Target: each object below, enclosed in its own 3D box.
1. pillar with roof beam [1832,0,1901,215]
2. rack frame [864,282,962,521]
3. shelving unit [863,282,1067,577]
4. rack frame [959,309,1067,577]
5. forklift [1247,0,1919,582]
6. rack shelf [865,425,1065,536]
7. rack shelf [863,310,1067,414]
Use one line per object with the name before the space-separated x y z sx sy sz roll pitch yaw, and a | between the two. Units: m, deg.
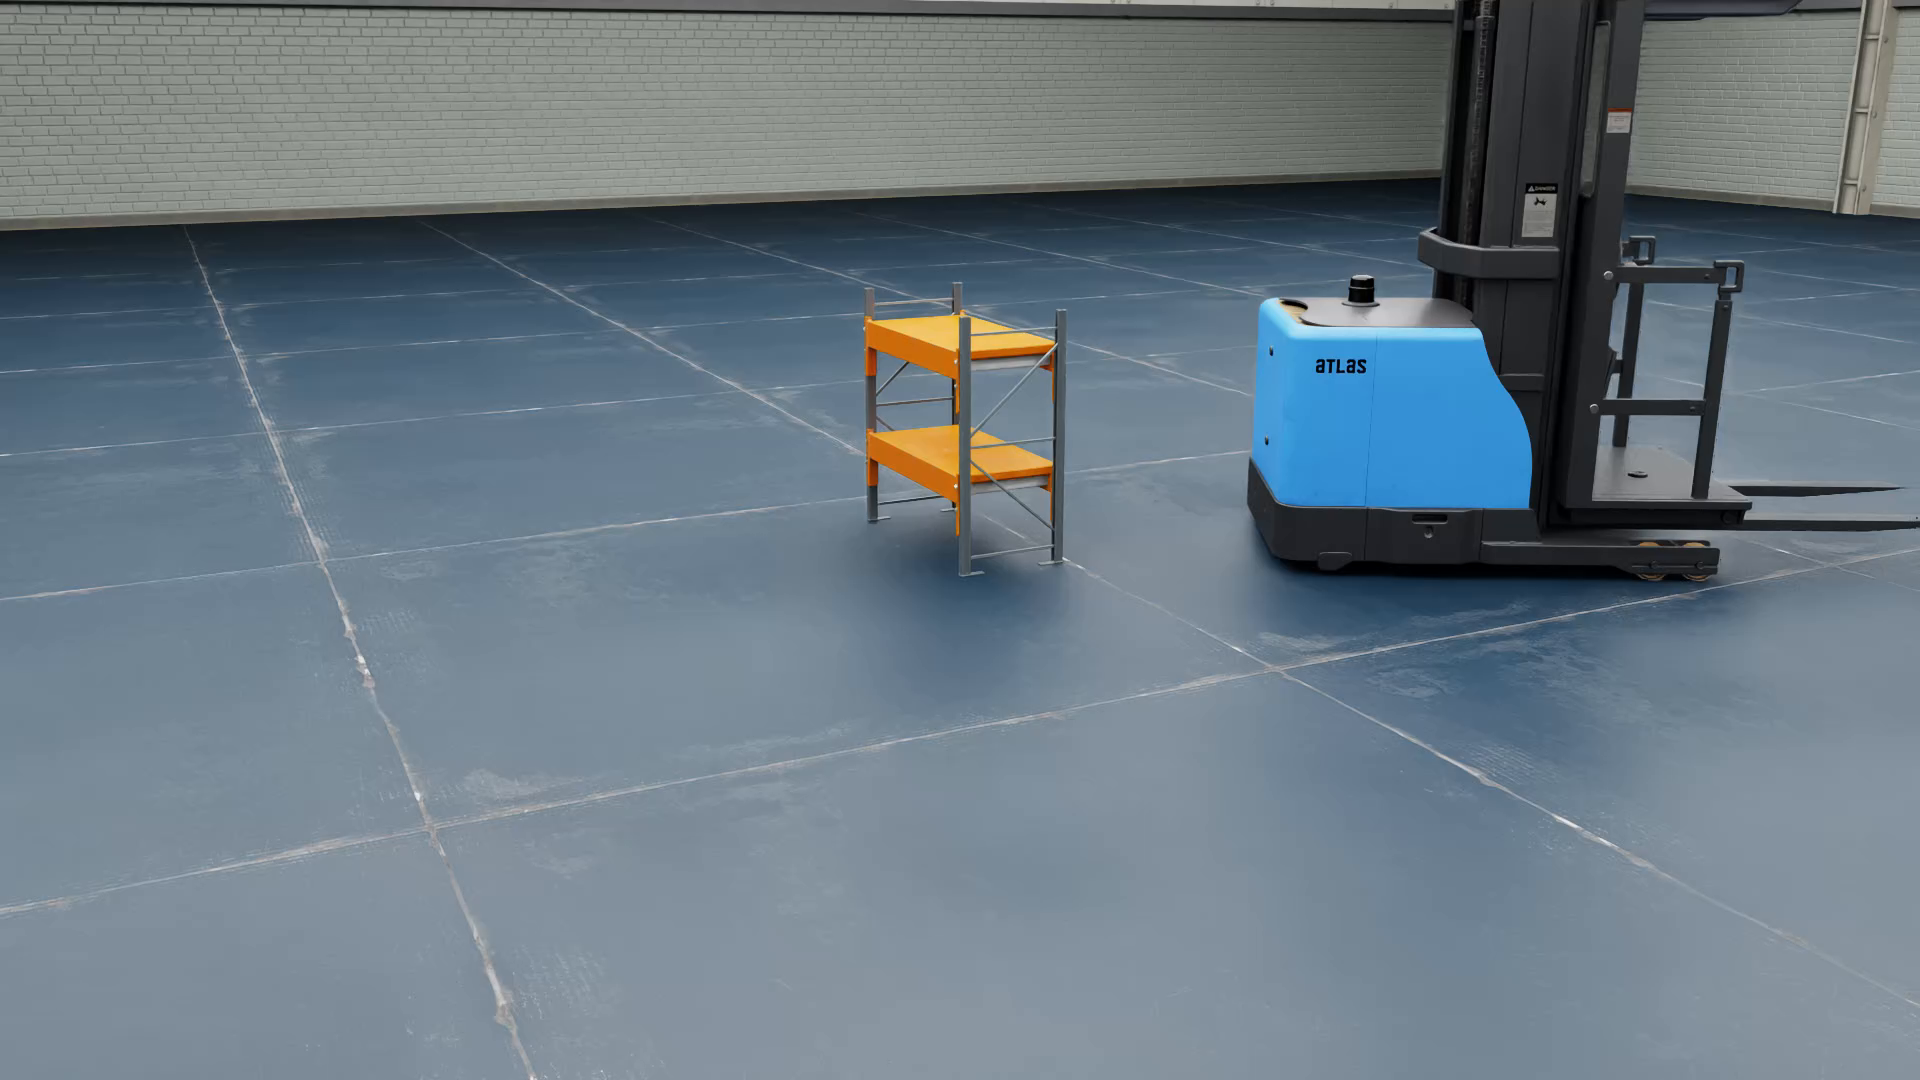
pillar with roof beam | 9.281 -8.623 21.484 9.100 9.000 0.400 -8 18 -25
rack frame | -0.220 -0.665 8.029 0.500 1.125 0.032 -8 18 -25
shelving unit | 0.003 -0.539 7.590 0.538 1.125 1.048 -8 18 -25
rack frame | 0.226 -0.413 7.150 0.500 1.125 0.032 -8 18 -25
forklift | 2.895 -1.380 7.247 3.031 2.935 1.130 1 16 2
rack shelf | 0.003 -0.304 7.657 0.538 0.278 1.000 -8 18 -25
rack shelf | 0.003 -0.820 7.509 0.538 0.278 1.000 -8 18 -25
